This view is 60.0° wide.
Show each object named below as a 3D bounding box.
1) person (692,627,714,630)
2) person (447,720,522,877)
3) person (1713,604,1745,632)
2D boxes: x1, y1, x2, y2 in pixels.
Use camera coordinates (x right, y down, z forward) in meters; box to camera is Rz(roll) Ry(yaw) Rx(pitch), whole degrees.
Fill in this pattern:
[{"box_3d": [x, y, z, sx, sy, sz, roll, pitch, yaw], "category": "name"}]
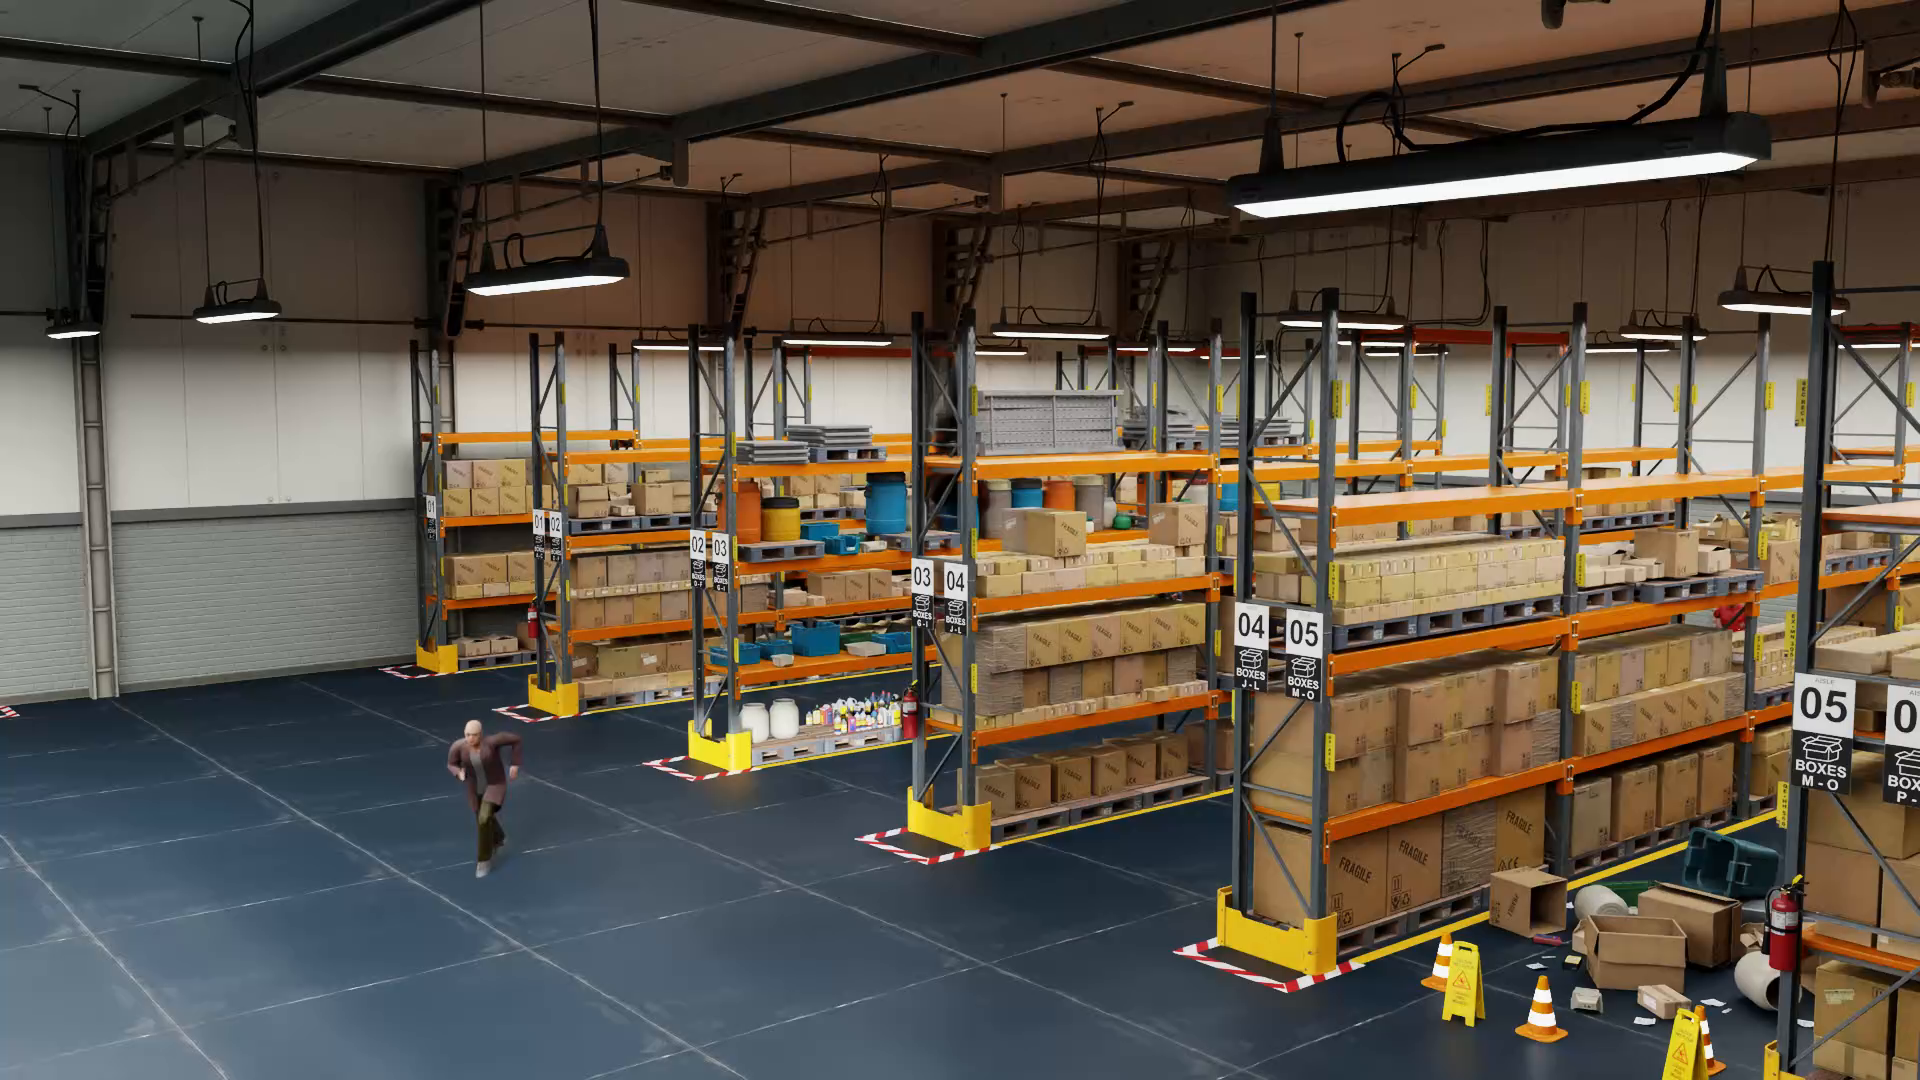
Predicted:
[{"box_3d": [-4.795, 1.435, 31.398, 0.615, 1.686, 0.927, 3, 6, 32], "category": "person"}, {"box_3d": [-5.052, 2.716, 17.804, 0.752, 1.731, 1.072, 0, 5, 2], "category": "person"}, {"box_3d": [13.078, 1.732, 28.142, 0.660, 1.765, 0.725, 3, 6, 25], "category": "person"}]
